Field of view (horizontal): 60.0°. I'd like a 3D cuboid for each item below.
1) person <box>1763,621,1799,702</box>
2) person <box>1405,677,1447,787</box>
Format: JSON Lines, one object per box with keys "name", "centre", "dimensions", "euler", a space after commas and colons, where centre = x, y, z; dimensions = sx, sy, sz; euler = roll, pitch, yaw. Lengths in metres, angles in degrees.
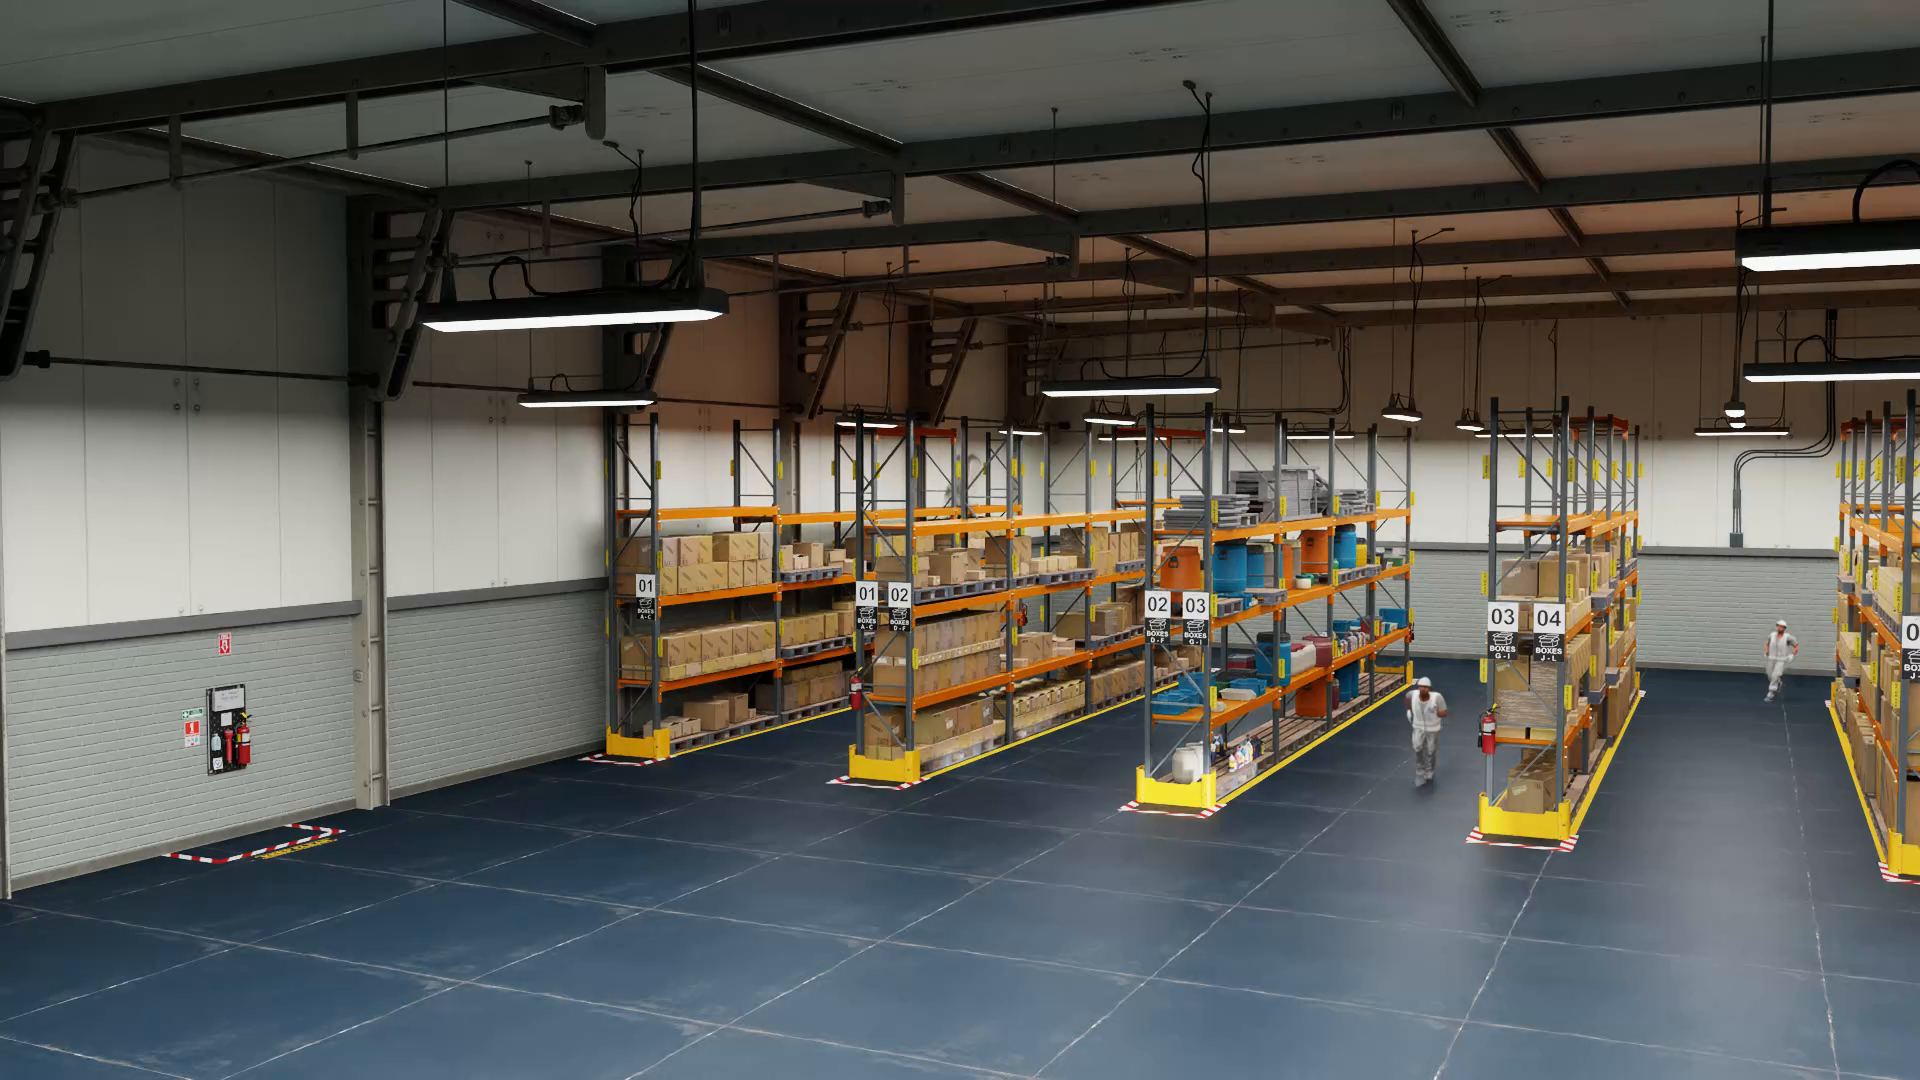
{"name": "person", "centre": [17.765, 2.625, 36.011], "dimensions": [0.698, 1.777, 0.835], "euler": [2, 3, 45]}
{"name": "person", "centre": [7.372, 3.021, 26.312], "dimensions": [0.668, 1.745, 0.941], "euler": [1, 3, 20]}
